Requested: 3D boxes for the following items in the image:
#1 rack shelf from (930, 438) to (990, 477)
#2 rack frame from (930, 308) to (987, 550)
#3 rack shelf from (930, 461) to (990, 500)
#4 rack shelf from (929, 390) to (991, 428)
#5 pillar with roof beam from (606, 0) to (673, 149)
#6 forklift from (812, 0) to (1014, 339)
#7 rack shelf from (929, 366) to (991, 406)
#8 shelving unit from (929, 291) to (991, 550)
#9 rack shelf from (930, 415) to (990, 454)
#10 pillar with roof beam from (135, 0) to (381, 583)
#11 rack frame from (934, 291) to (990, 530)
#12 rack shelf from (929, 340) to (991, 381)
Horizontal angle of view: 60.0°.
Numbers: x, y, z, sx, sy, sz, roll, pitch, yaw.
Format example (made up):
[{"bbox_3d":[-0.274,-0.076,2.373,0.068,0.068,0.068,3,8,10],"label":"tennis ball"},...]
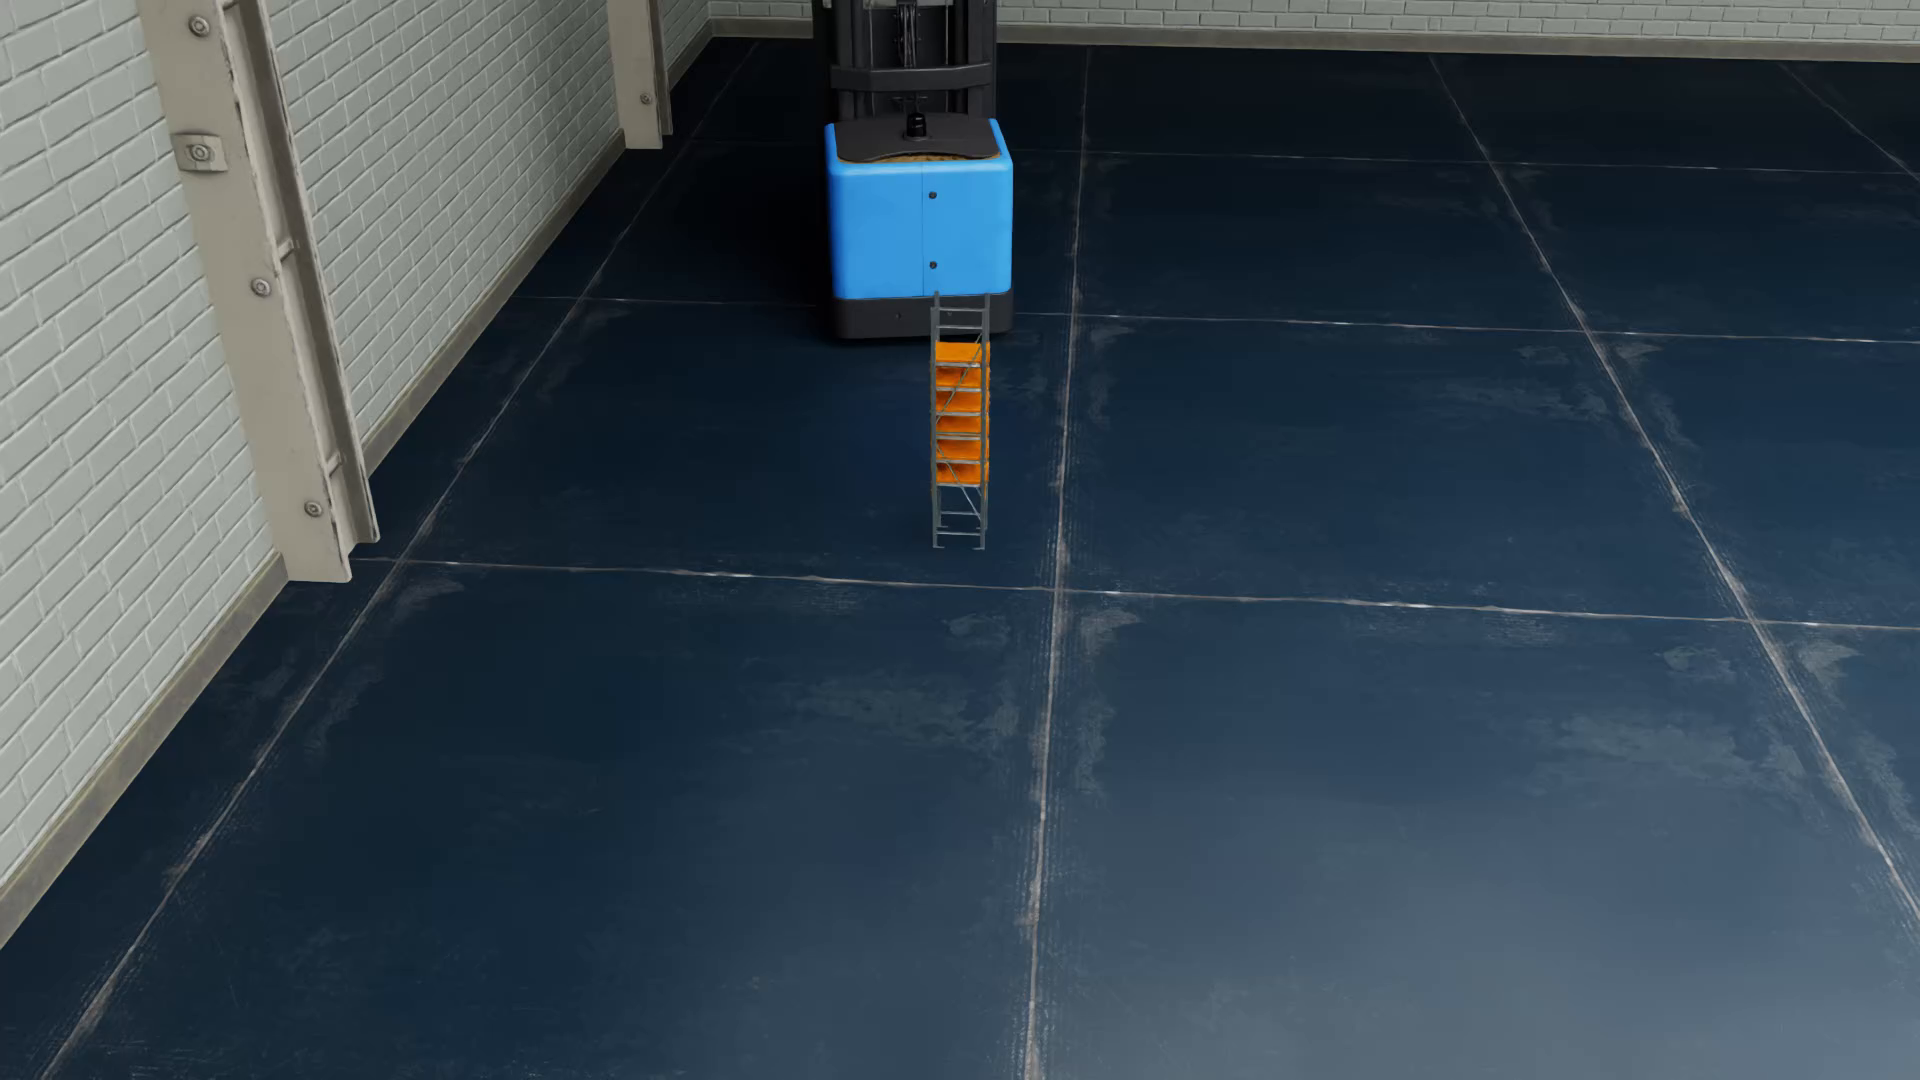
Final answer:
[{"bbox_3d":[0.001,-0.378,7.534,0.258,0.103,0.180,2,32,4],"label":"rack shelf"},{"bbox_3d":[-0.006,-0.471,7.370,0.240,1.200,0.006,2,32,4],"label":"rack frame"},{"bbox_3d":[0.001,-0.276,7.597,0.258,0.103,0.180,2,32,4],"label":"rack shelf"},{"bbox_3d":[0.001,-0.583,7.408,0.258,0.103,0.180,2,32,4],"label":"rack shelf"},{"bbox_3d":[1.903,-6.703,10.050,9.100,9.000,0.400,2,32,4],"label":"pillar with roof beam"},{"bbox_3d":[-0.351,-3.144,10.057,1.130,2.935,3.031,-3,32,-5],"label":"forklift"},{"bbox_3d":[0.001,-0.685,7.345,0.258,0.103,0.180,2,32,4],"label":"rack shelf"},{"bbox_3d":[0.001,-0.518,7.447,0.258,1.200,0.189,2,32,4],"label":"shelving unit"},{"bbox_3d":[0.001,-0.481,7.471,0.258,0.103,0.180,2,32,4],"label":"rack shelf"},{"bbox_3d":[1.414,-3.566,4.959,9.100,9.000,0.400,2,32,4],"label":"pillar with roof beam"},{"bbox_3d":[0.009,-0.566,7.525,0.240,1.200,0.006,2,32,4],"label":"rack frame"},{"bbox_3d":[0.001,-0.787,7.282,0.258,0.103,0.180,2,32,4],"label":"rack shelf"}]
